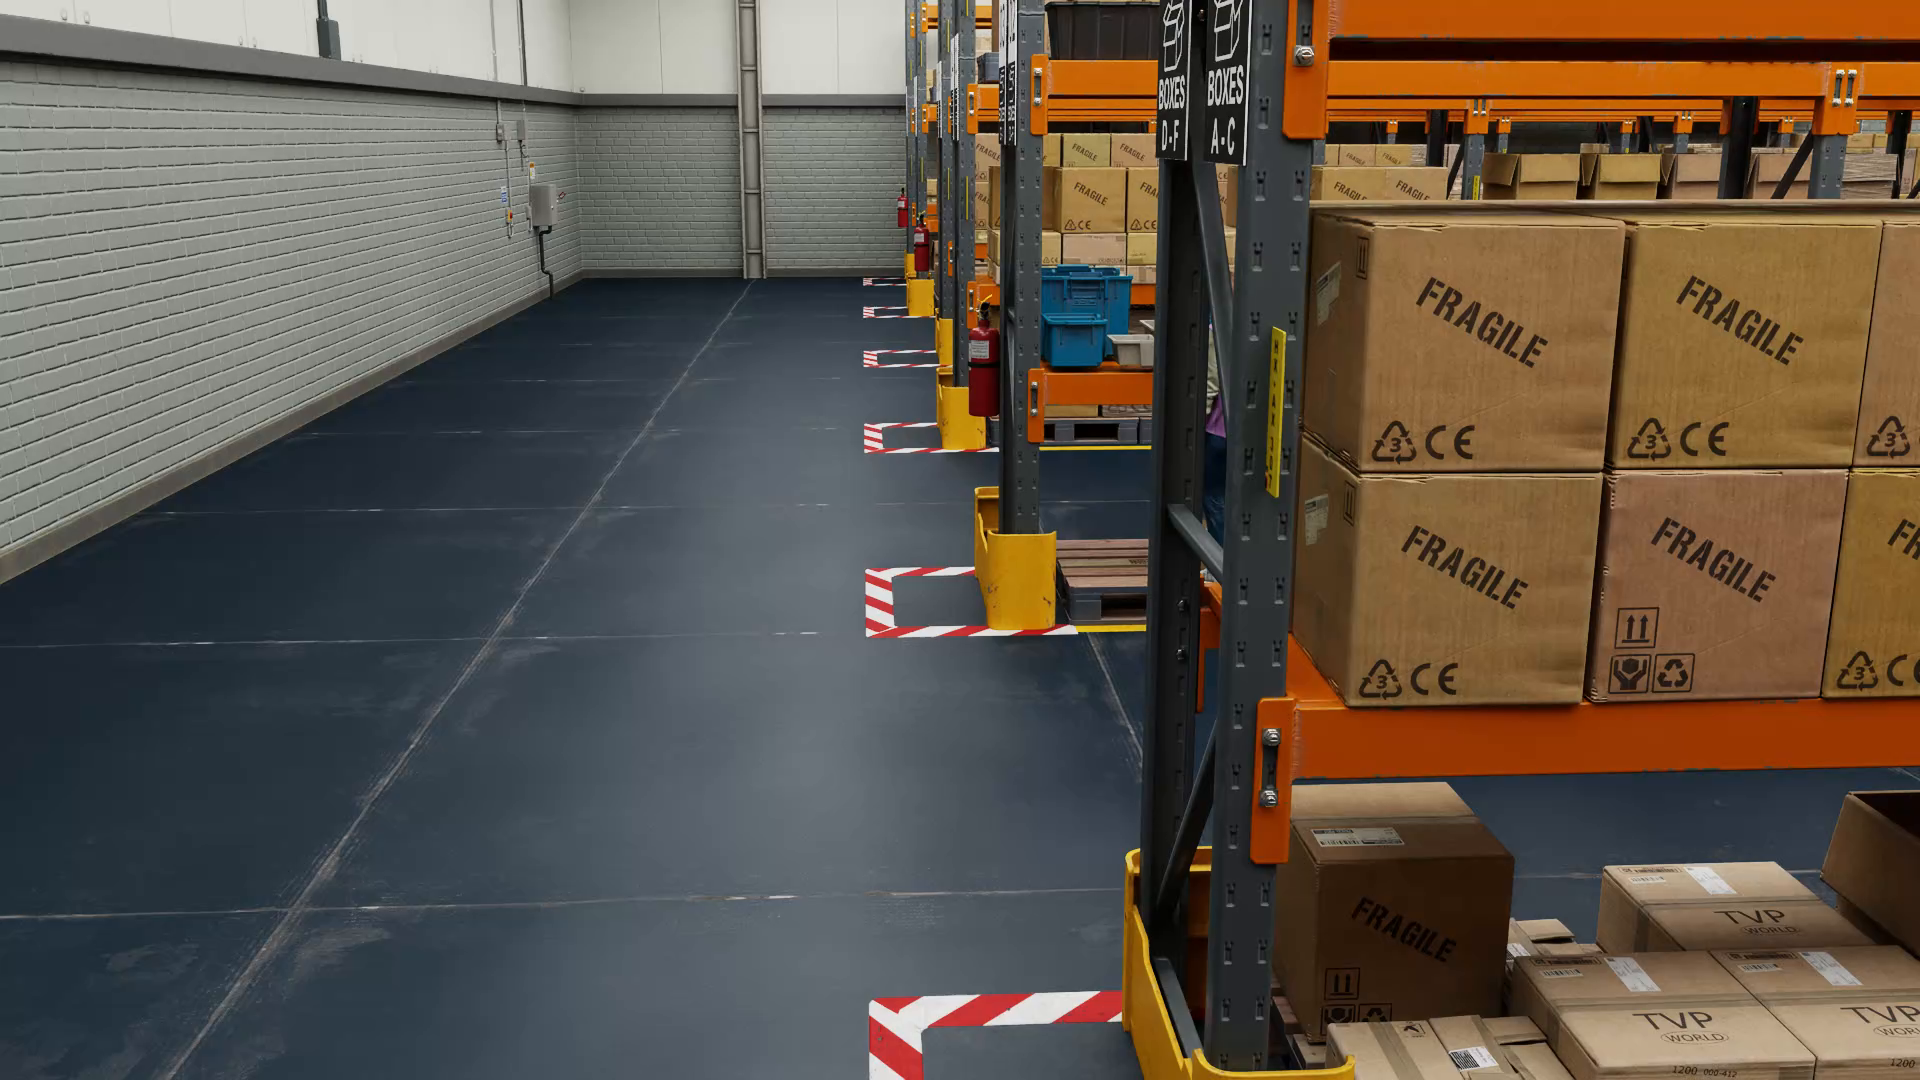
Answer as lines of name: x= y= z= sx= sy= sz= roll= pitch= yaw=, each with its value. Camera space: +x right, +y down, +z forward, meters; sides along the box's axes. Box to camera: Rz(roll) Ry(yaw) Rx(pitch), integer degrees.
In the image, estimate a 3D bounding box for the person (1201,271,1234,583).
person: x=1.371 y=-0.546 z=8.369 sx=0.474 sy=1.592 sz=0.350 roll=-8 pitch=16 yaw=-31
